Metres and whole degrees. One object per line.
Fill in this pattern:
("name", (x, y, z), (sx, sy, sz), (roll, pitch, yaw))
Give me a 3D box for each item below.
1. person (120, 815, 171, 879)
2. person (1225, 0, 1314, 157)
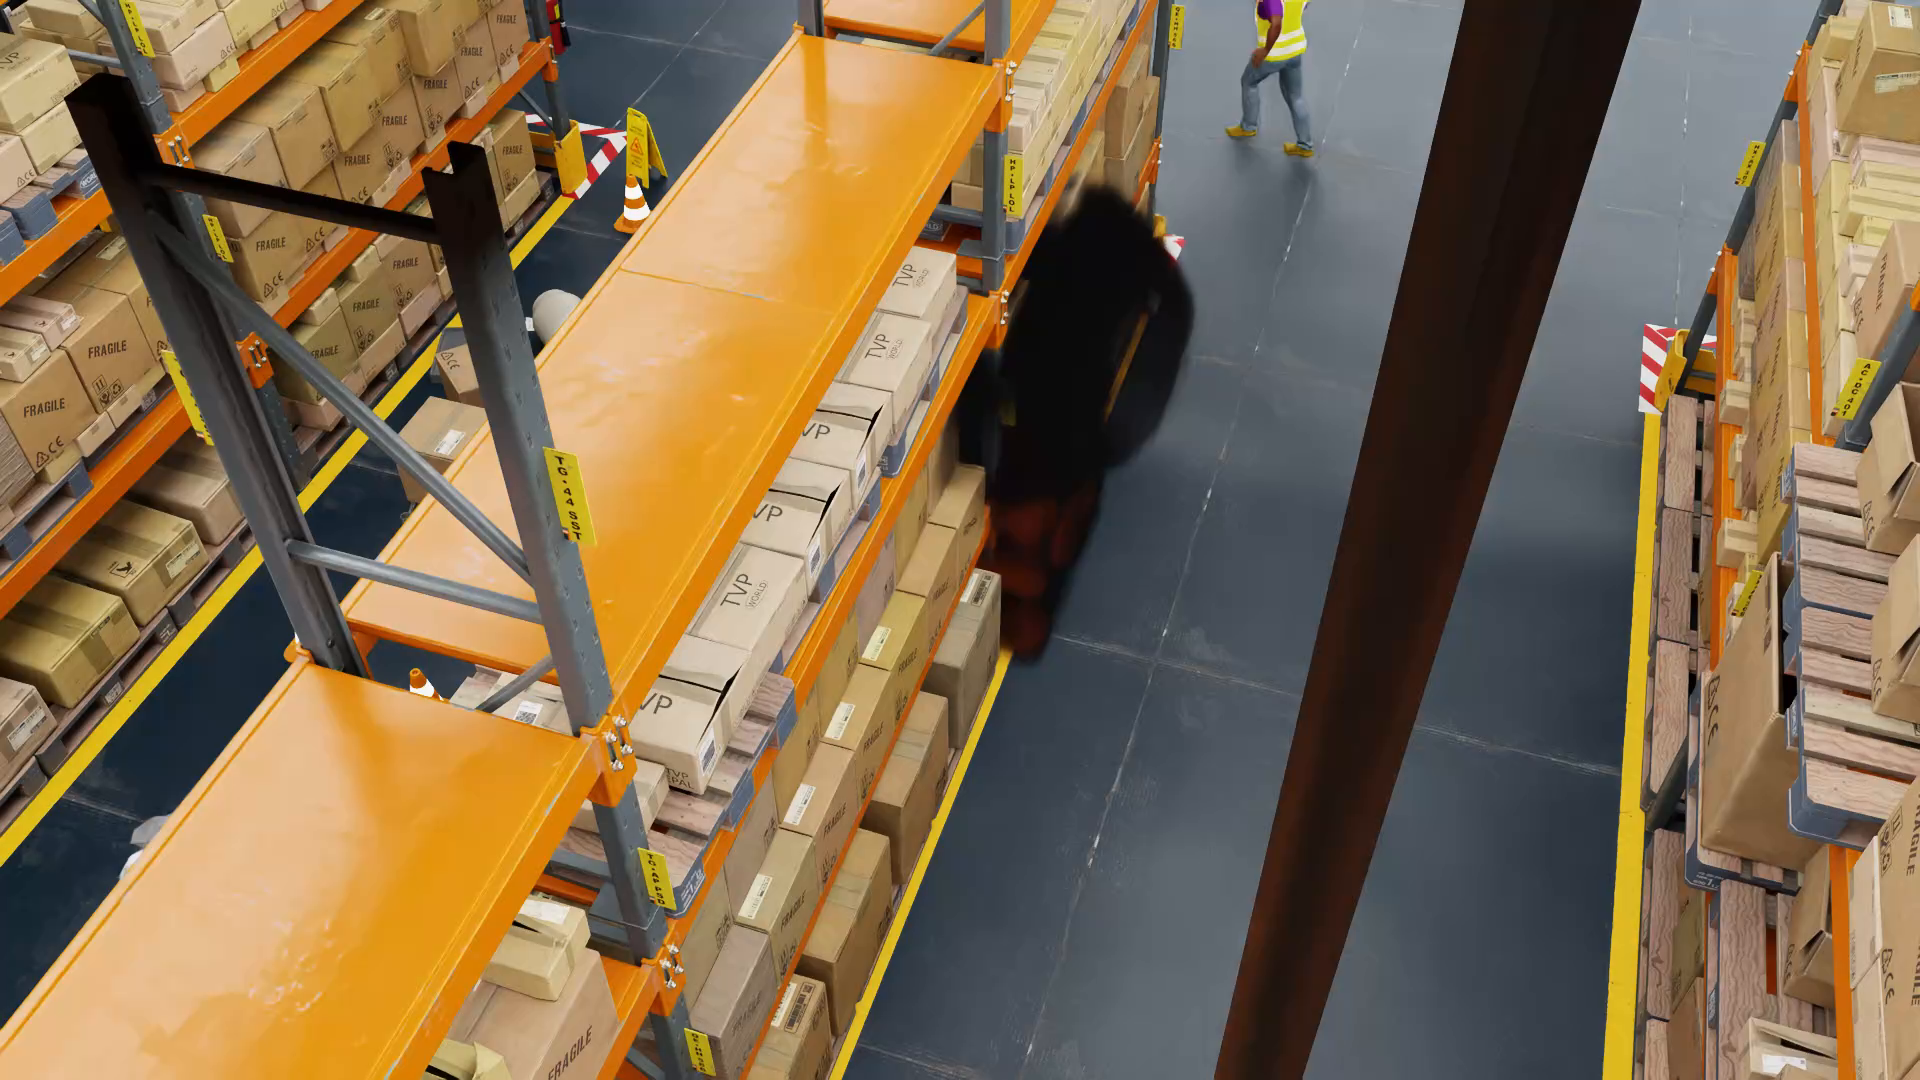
("person", (-3.712, 1.790, 8.258), (0.661, 1.633, 0.564), (-1, 46, -1))
("person", (2.668, -4.049, 13.886), (0.710, 1.731, 0.986), (-24, 50, -22))
